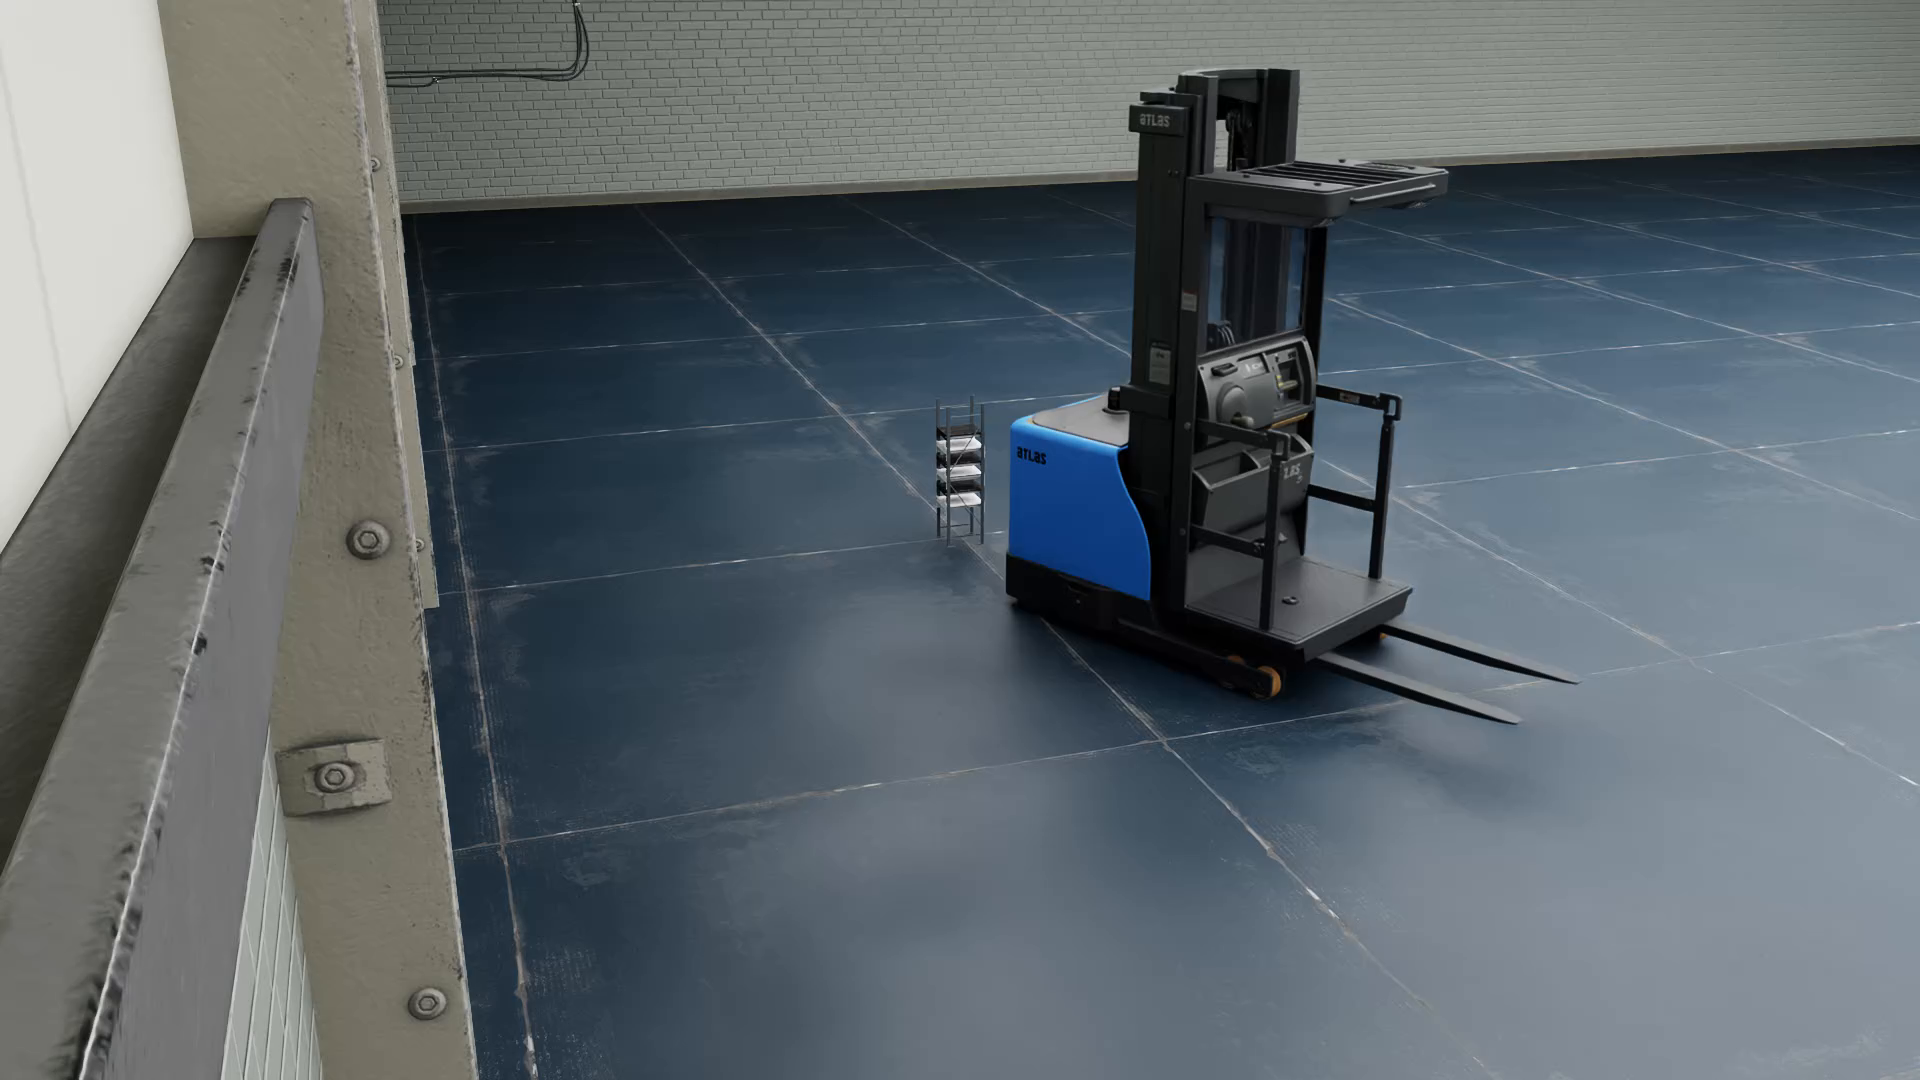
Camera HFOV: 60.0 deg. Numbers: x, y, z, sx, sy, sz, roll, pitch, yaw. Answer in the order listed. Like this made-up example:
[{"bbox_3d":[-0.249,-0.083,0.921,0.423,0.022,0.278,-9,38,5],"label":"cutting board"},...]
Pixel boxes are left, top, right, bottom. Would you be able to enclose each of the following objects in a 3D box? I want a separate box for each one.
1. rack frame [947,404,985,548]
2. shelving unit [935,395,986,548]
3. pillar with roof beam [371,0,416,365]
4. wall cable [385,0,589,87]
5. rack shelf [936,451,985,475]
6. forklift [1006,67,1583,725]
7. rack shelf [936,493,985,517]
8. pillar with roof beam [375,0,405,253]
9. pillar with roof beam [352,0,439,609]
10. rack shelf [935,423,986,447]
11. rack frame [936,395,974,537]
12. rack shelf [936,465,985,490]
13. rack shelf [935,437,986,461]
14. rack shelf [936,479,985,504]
[{"bbox_3d":[0.034,-0.388,10.166,0.240,0.900,0.006,-6,21,-17],"label":"rack frame"},{"bbox_3d":[0.003,-0.421,10.257,0.258,0.900,0.210,-6,21,-17],"label":"shelving unit"},{"bbox_3d":[-0.942,-6.288,14.612,9.100,9.000,0.400,-6,21,-17],"label":"pillar with roof beam"},{"bbox_3d":[-6.585,-7.381,22.247,3.097,2.526,0.112,-6,21,-17],"label":"wall cable"},{"bbox_3d":[0.003,-0.474,10.238,0.258,0.077,0.200,-6,21,-17],"label":"rack shelf"},{"bbox_3d":[1.656,-0.786,8.268,3.031,2.935,1.130,19,27,42],"label":"forklift"},{"bbox_3d":[0.003,-0.220,10.329,0.258,0.077,0.200,-6,21,-17],"label":"rack shelf"},{"bbox_3d":[-2.828,-8.214,19.972,9.100,9.000,0.400,-6,21,-17],"label":"pillar with roof beam"},{"bbox_3d":[0.944,-4.363,9.251,9.100,9.000,0.400,-6,21,-17],"label":"pillar with roof beam"},{"bbox_3d":[0.003,-0.644,10.177,0.258,0.077,0.200,-6,21,-17],"label":"rack shelf"},{"bbox_3d":[-0.029,-0.454,10.348,0.240,0.900,0.006,-6,21,-17],"label":"rack frame"},{"bbox_3d":[0.003,-0.390,10.268,0.258,0.077,0.200,-6,21,-17],"label":"rack shelf"},{"bbox_3d":[0.003,-0.559,10.208,0.258,0.077,0.200,-6,21,-17],"label":"rack shelf"},{"bbox_3d":[0.003,-0.305,10.299,0.258,0.077,0.200,-6,21,-17],"label":"rack shelf"}]
